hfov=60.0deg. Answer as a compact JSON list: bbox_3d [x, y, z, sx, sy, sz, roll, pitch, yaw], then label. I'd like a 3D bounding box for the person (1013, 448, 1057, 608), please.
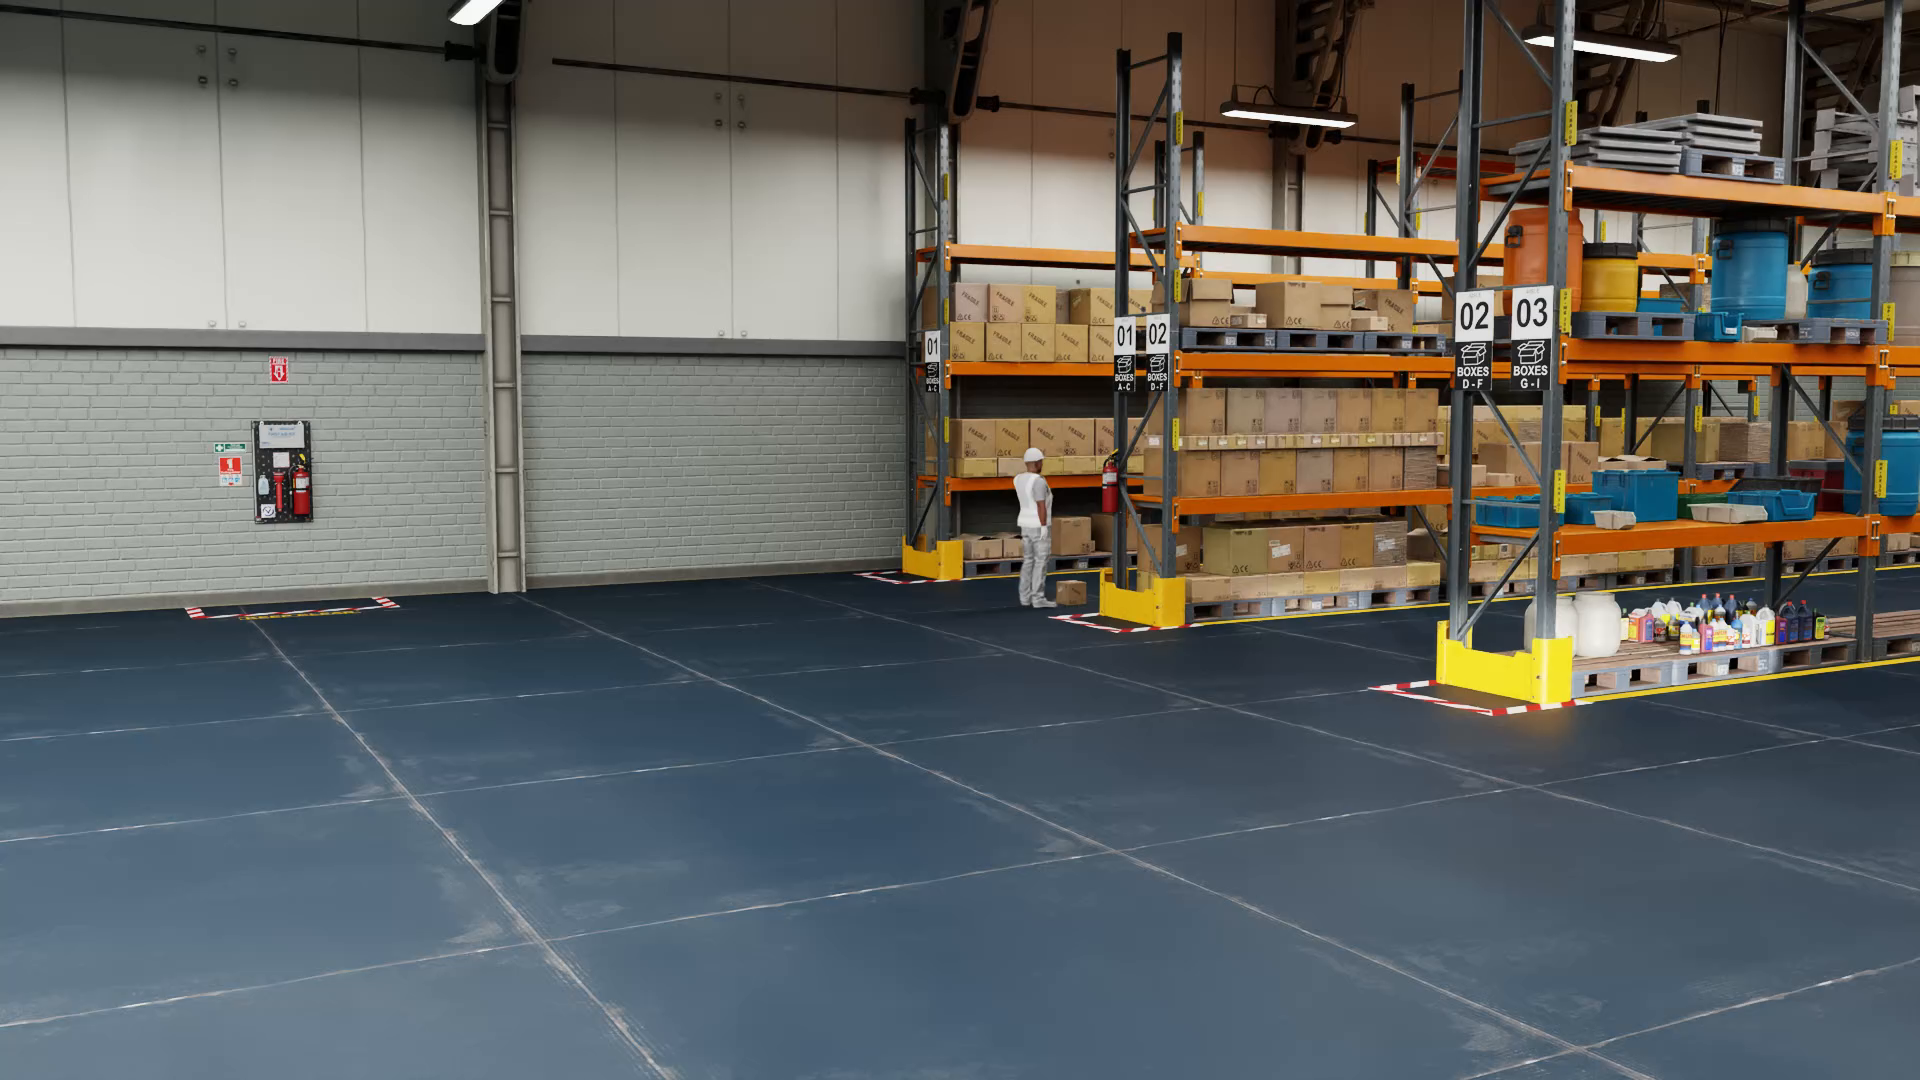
[{"bbox_3d":[0.849,-0.142,18.698,0.381,1.785,0.549,-3,6,-27],"label":"person"}]
